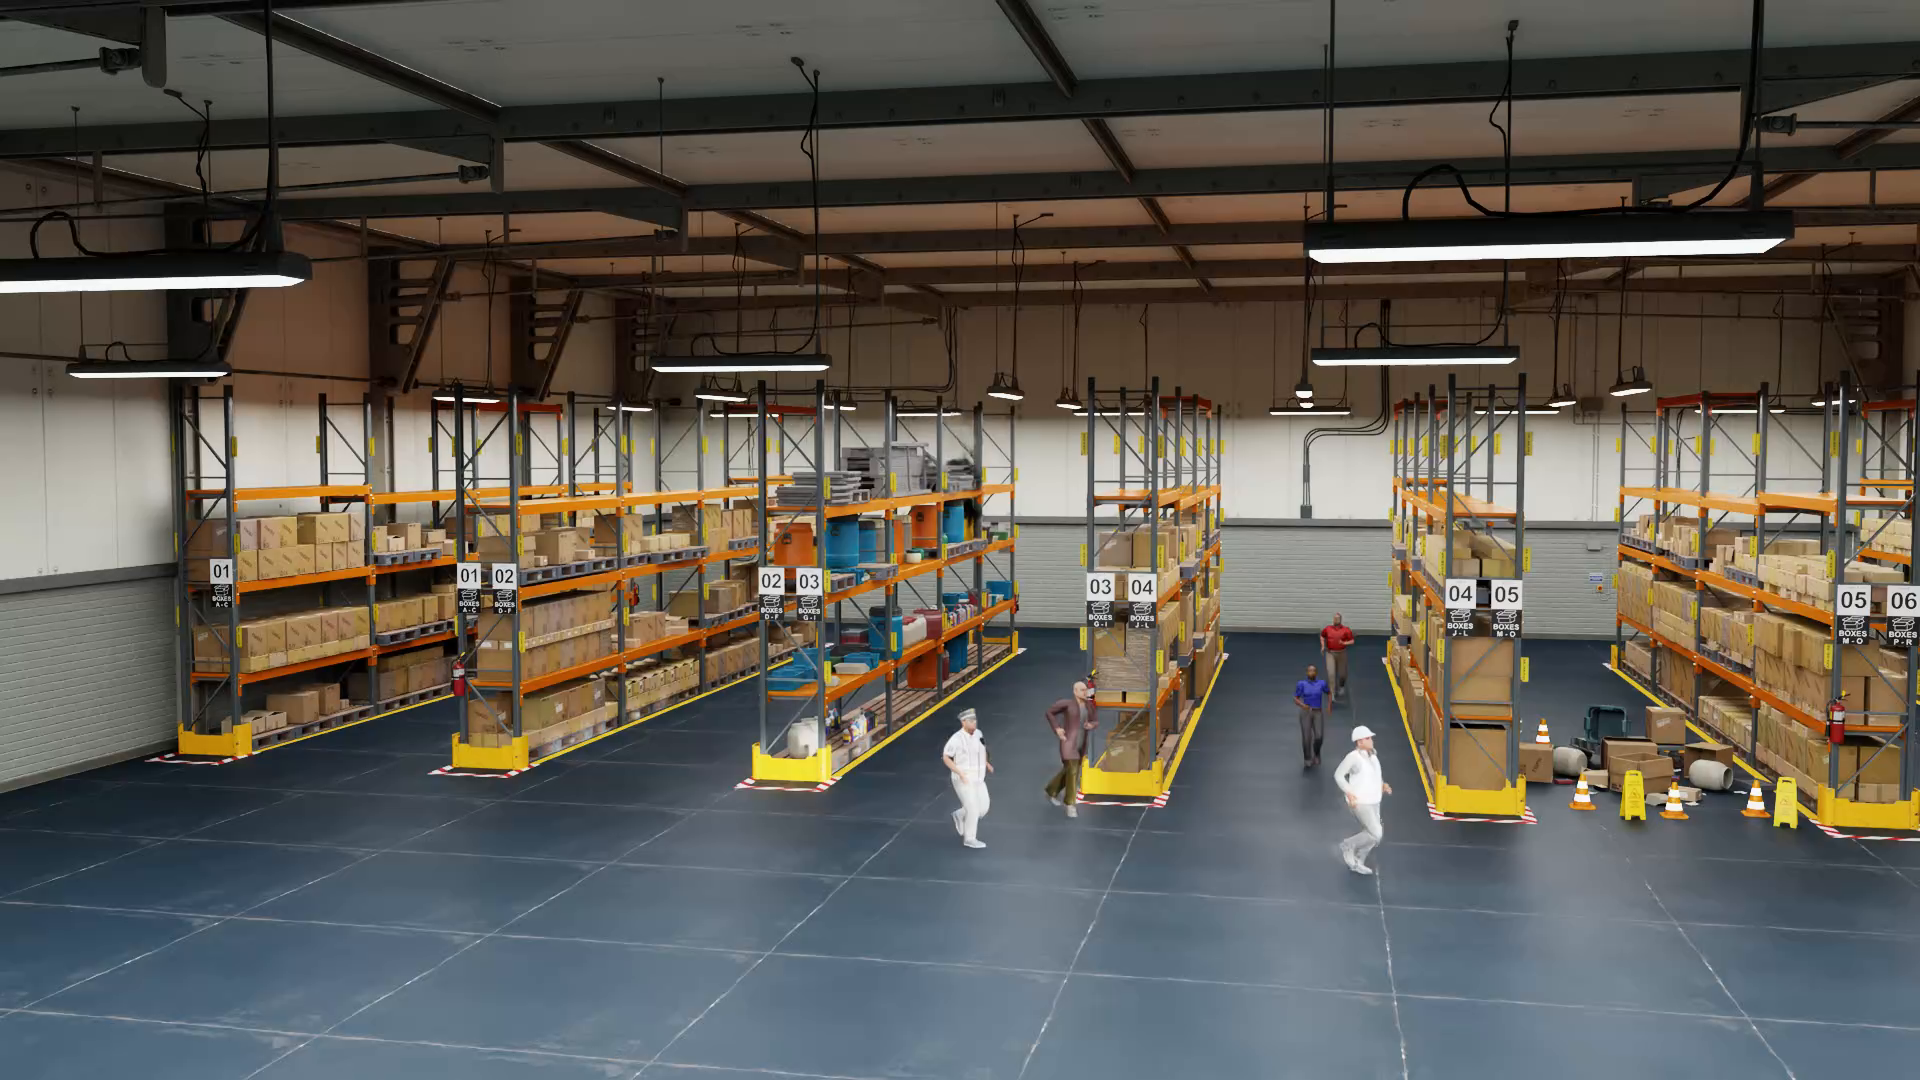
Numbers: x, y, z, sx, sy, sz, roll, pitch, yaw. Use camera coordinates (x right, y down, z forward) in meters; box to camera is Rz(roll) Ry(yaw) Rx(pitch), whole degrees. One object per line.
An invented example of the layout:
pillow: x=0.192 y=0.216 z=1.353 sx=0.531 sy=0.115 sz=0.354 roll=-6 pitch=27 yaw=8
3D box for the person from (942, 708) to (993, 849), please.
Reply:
person: x=0.082 y=2.963 z=20.833 sx=0.656 sy=1.740 sz=0.664 roll=-3 pitch=4 yaw=-44

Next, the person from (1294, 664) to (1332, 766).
person: x=5.502 y=2.733 z=25.881 sx=0.609 sy=1.614 sz=0.595 roll=0 pitch=3 yaw=5

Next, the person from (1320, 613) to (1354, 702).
person: x=7.415 y=2.293 z=32.744 sx=0.668 sy=1.703 sz=0.962 roll=1 pitch=3 yaw=15

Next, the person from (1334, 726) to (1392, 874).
person: x=4.759 y=3.049 z=19.431 sx=0.650 sy=1.732 sz=0.566 roll=-3 pitch=4 yaw=-44

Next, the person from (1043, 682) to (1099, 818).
person: x=1.547 y=2.858 z=22.903 sx=0.702 sy=1.837 sz=0.840 roll=-2 pitch=4 yaw=-37
